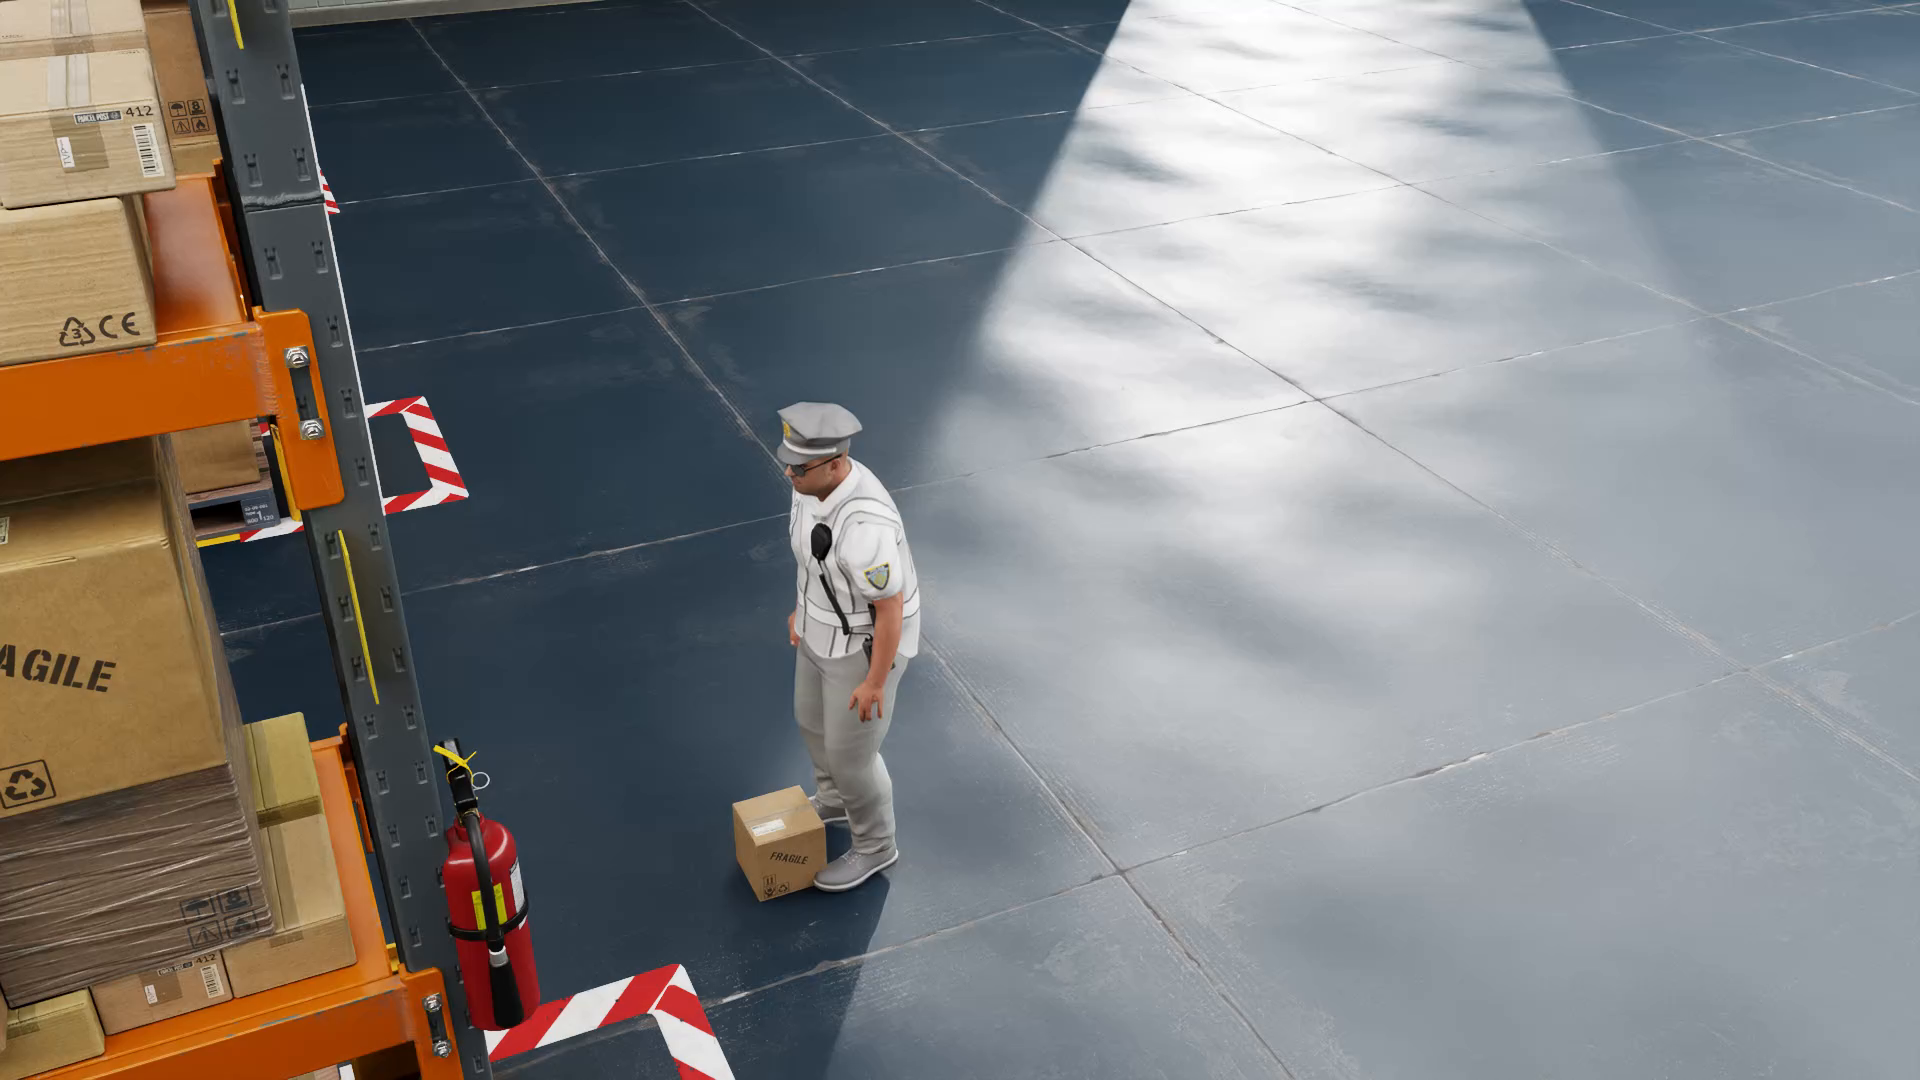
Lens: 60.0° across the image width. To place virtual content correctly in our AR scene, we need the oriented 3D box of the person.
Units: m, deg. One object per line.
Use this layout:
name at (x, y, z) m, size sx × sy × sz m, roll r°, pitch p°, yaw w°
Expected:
person at (-0.375, 0.338, 5.516) m, size 0.437 × 1.747 × 0.604 m, roll -15°, pitch 33°, yaw -25°
